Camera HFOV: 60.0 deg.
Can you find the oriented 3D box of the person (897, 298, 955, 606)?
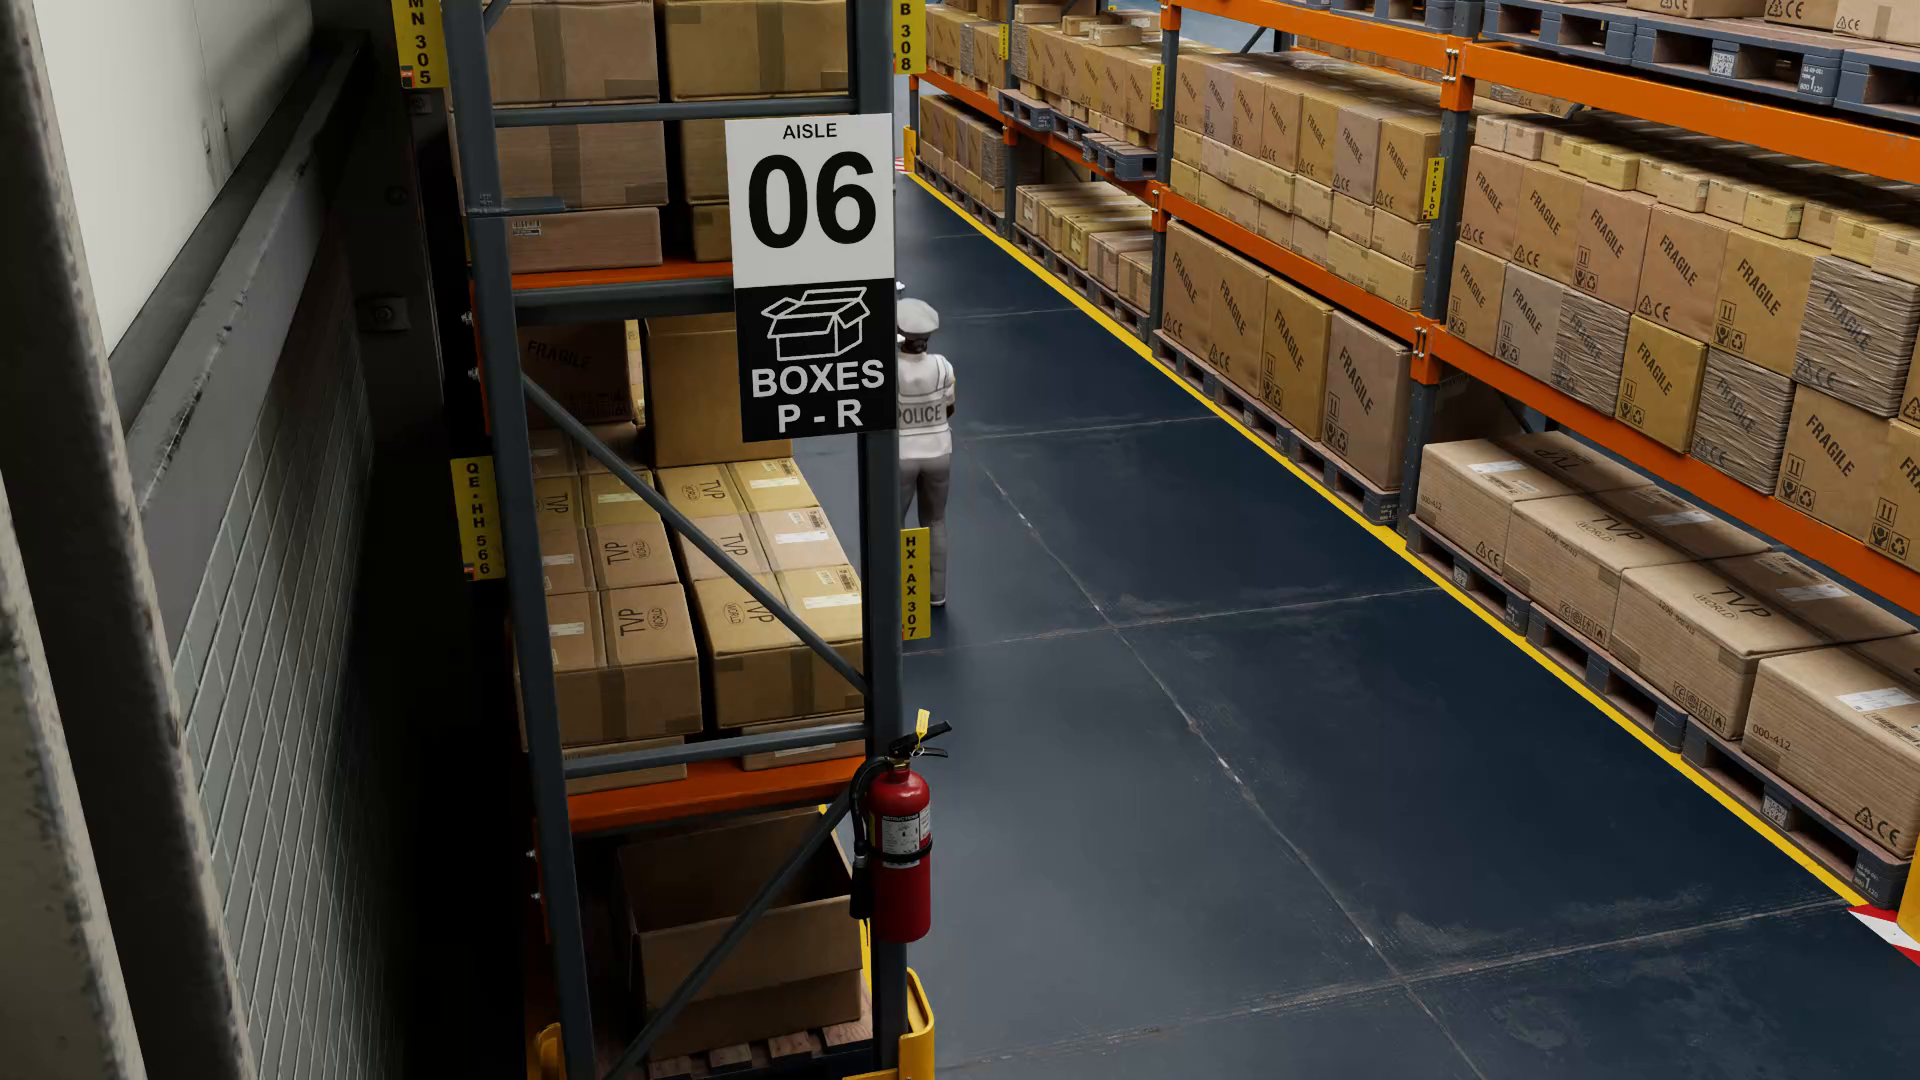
[{"bbox_3d":[-0.255,-0.445,8.617,0.451,1.682,0.535,-7,24,-15],"label":"person"}]
